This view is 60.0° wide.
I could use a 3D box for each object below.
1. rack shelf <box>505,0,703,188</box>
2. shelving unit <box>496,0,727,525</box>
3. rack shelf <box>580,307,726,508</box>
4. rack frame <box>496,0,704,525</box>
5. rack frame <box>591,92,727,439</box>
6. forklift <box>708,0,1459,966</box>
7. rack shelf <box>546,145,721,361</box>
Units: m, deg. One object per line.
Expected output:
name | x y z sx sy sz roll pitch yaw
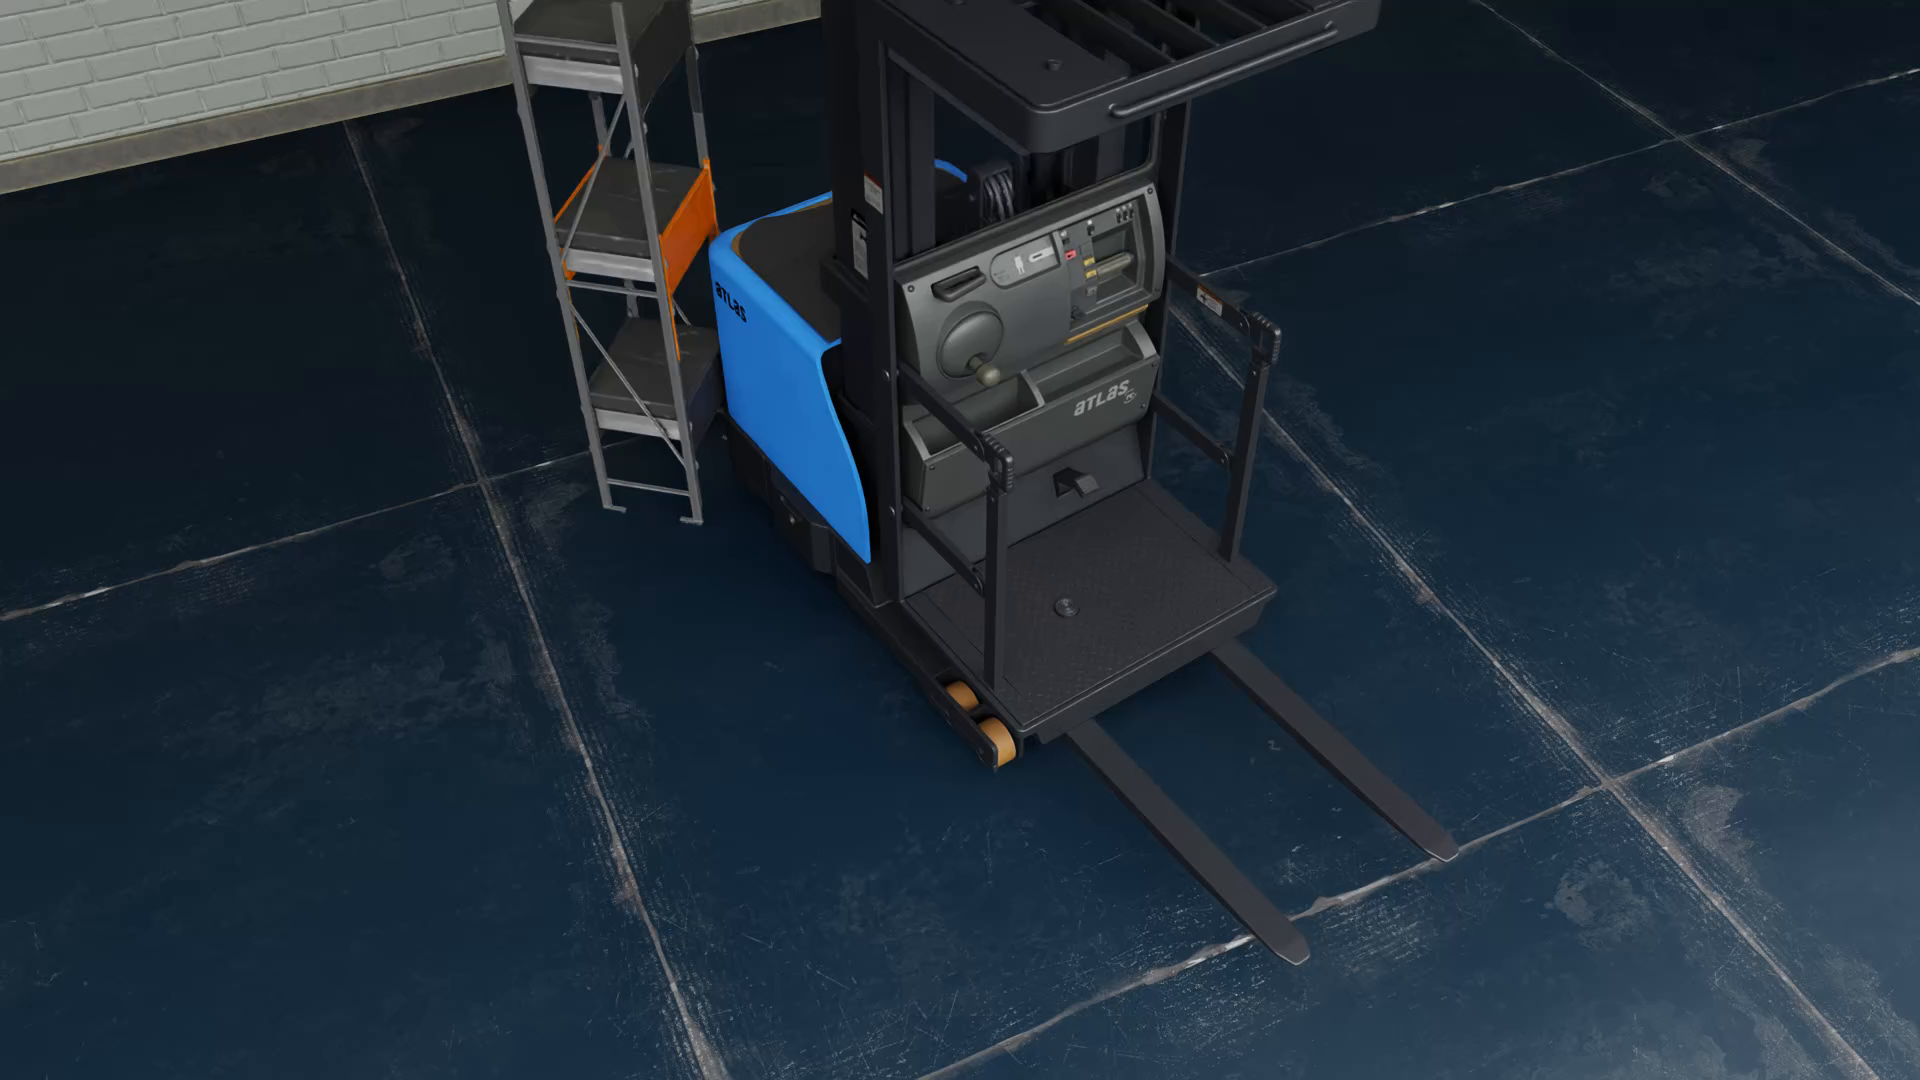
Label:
rack shelf | -1.121 -1.499 5.295 0.431 0.518 0.480 9 45 9
shelving unit | -1.118 -1.010 5.777 0.431 2.100 0.503 9 45 9
rack shelf | -1.116 -0.501 6.278 0.431 0.518 0.480 9 45 9
rack frame | -1.174 -0.843 5.608 0.400 2.100 0.015 9 45 9
rack frame | -1.063 -1.177 5.946 0.400 2.100 0.015 9 45 9
forklift | 0.358 -0.683 4.856 1.130 2.935 3.031 -26 50 -24
rack shelf | -1.118 -1.000 5.787 0.431 0.518 0.480 9 45 9
